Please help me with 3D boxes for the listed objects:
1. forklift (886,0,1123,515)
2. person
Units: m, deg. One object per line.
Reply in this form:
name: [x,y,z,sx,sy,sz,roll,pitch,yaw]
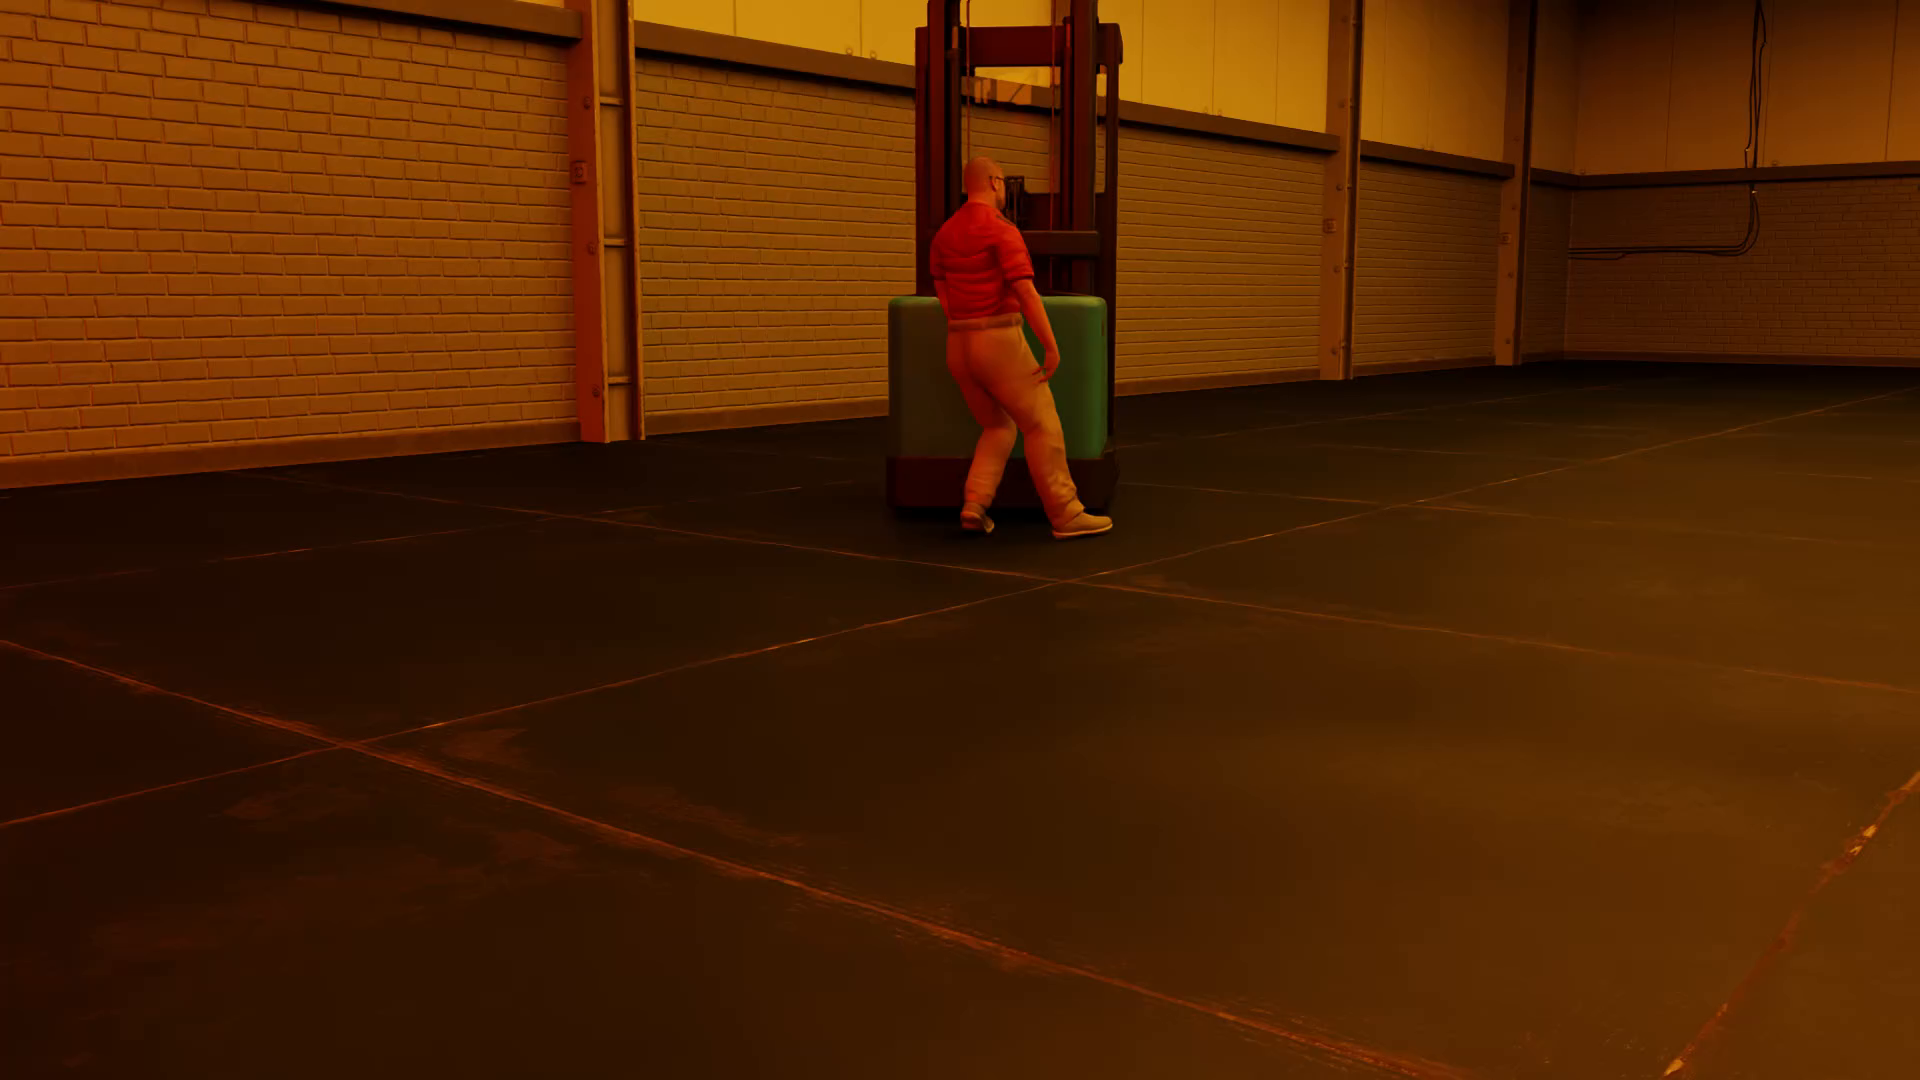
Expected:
forklift: [0.335,-1.750,9.238,1.130,2.935,3.031,1,8,7]
person: [0.269,-0.867,7.530,0.674,1.686,0.695,-6,10,-34]
